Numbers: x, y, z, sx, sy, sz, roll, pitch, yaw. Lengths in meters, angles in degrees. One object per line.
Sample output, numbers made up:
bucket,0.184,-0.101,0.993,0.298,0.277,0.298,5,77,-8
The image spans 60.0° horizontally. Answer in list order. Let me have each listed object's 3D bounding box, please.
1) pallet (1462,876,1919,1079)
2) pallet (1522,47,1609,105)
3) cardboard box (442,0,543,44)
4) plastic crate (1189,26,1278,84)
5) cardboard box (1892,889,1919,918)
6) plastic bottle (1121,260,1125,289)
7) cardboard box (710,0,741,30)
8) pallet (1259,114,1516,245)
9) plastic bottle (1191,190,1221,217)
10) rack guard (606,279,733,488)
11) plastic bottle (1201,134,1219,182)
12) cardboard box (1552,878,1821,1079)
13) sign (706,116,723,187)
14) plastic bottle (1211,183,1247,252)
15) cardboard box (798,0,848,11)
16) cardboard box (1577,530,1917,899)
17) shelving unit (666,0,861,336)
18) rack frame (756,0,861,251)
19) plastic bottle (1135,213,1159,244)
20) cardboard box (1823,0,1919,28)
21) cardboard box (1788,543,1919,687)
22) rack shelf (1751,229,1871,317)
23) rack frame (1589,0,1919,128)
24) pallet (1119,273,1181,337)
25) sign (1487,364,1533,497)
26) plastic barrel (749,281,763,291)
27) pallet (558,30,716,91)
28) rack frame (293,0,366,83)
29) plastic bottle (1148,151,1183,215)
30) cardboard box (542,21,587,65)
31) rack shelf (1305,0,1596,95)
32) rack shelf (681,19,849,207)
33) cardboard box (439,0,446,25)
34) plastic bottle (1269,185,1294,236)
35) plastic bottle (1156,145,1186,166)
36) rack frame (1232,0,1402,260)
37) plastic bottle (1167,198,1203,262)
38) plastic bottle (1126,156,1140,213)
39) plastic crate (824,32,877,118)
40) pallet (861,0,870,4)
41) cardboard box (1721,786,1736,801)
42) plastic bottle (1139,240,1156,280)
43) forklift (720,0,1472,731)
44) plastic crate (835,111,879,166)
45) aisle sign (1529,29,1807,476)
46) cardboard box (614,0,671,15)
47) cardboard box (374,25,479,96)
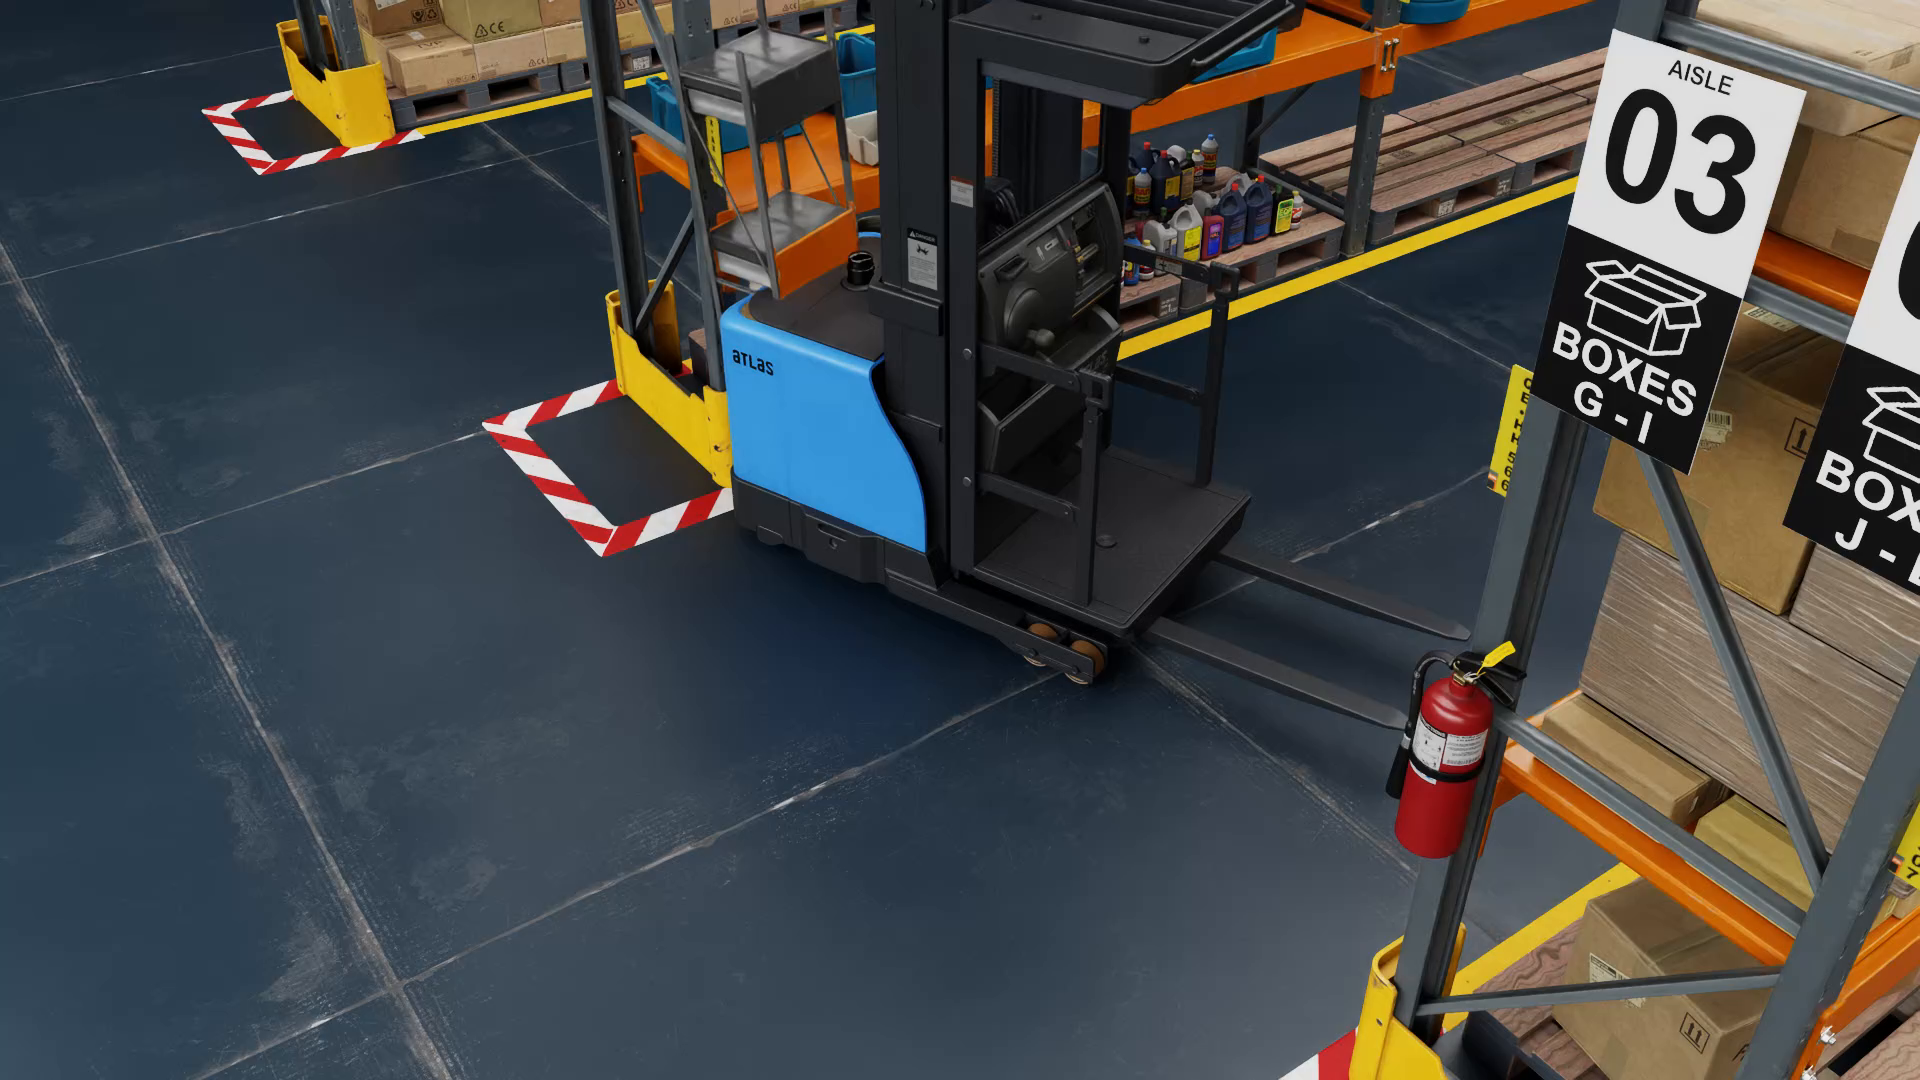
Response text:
pallet,2.305,1.486,5.003,1.213,0.211,1.003,-22,41,-28
pallet,4.589,-3.045,11.303,1.213,0.211,1.003,-22,41,-28
cardboard box,-3.171,-3.695,11.172,0.500,0.500,0.500,-22,41,-28
plastic crate,1.227,-2.511,8.300,0.616,0.251,0.499,-22,41,-28
cardboard box,2.145,0.681,3.949,0.250,0.149,0.380,-22,41,-28
plastic bottle,0.810,-1.414,8.667,0.097,0.201,0.097,0,36,0
cardboard box,-1.943,-3.894,12.090,0.500,0.250,0.500,-22,41,-28
pallet,2.595,-2.224,10.161,1.213,0.211,1.003,-22,41,-28
plastic bottle,1.352,-1.790,9.125,0.135,0.276,0.152,-22,41,-28
rack guard,-1.259,-0.761,7.880,0.348,0.500,1.175,-22,41,-28
plastic bottle,1.462,-2.246,9.764,0.097,0.271,0.097,0,36,0
cardboard box,2.079,1.278,4.685,0.500,0.500,0.500,-15,38,-20
sign,-0.981,-1.576,6.636,0.005,0.325,0.100,-22,41,-28
plastic bottle,1.458,-1.758,9.017,0.185,0.351,0.144,-25,42,-30
cardboard box,-1.128,-4.233,12.561,0.500,0.250,0.500,-22,41,-28
cardboard box,2.024,0.303,3.920,0.500,0.500,0.875,-22,41,-28
shelving unit,-0.731,-1.150,6.985,0.431,2.100,0.503,23,46,32
rack frame,-0.580,-1.276,7.130,0.400,2.100,0.015,23,46,32
plastic bottle,0.997,-1.620,8.883,0.133,0.283,0.061,-22,41,-28
cardboard box,1.887,-0.957,3.229,0.250,0.149,0.380,-24,42,-29
cardboard box,2.166,0.014,3.465,0.500,0.500,0.500,-22,41,-28
rack shelf,3.194,-0.962,4.066,4.000,0.370,1.077,-22,41,-28
rack frame,1.559,-1.800,2.045,0.127,3.000,1.000,-22,41,-28
pallet,0.404,-1.322,8.908,1.213,0.211,1.003,-22,41,-28
sign,1.256,-0.234,3.744,0.005,0.325,0.100,-22,41,-28
plastic barrel,-0.800,-1.146,8.046,0.421,0.512,0.421,0,36,0
pallet,-2.547,-3.646,12.139,1.213,0.211,1.003,-22,41,-28
rack frame,-4.145,-4.093,10.372,0.127,3.000,1.000,-22,41,-28
plastic bottle,1.159,-2.034,9.401,0.185,0.351,0.144,-22,41,-28
cardboard box,-2.763,-3.560,11.625,0.500,0.250,0.500,-22,41,-28
rack shelf,3.610,-3.454,10.100,4.000,0.370,1.077,-22,41,-28
rack shelf,-0.778,-1.692,6.566,0.431,0.518,0.480,23,46,32
cardboard box,-3.475,-3.643,11.741,0.500,0.250,0.500,-22,41,-28
plastic bottle,1.772,-1.830,9.175,0.133,0.283,0.061,-20,40,-26
plastic bottle,1.214,-2.126,9.593,0.135,0.276,0.152,-21,41,-26
rack frame,1.975,-3.073,8.954,0.127,3.000,1.000,-22,41,-28
plastic bottle,1.194,-1.649,8.866,0.185,0.351,0.144,-23,41,-28
plastic bottle,0.922,-2.040,9.409,0.185,0.351,0.144,-24,42,-30
plastic crate,-0.523,-2.194,7.859,0.408,0.251,0.499,-22,41,-28
pallet,-0.295,-4.573,13.428,1.213,0.211,1.003,-22,41,-28
cardboard box,1.878,0.460,4.257,0.250,0.149,0.380,-22,41,-28
plastic bottle,0.978,-1.483,8.763,0.097,0.201,0.097,0,36,0
forklift,0.521,-0.985,6.110,3.031,2.935,1.130,21,41,27
plastic crate,-0.377,-1.768,7.365,0.250,0.136,0.298,-22,41,-28
aisle sign,1.335,-0.542,3.208,0.004,0.787,0.394,-22,41,-28
cardboard box,-2.351,-4.029,11.636,0.500,0.500,0.500,-22,41,-28
cardboard box,-3.578,-3.222,11.156,0.500,0.250,0.500,-22,41,-28
